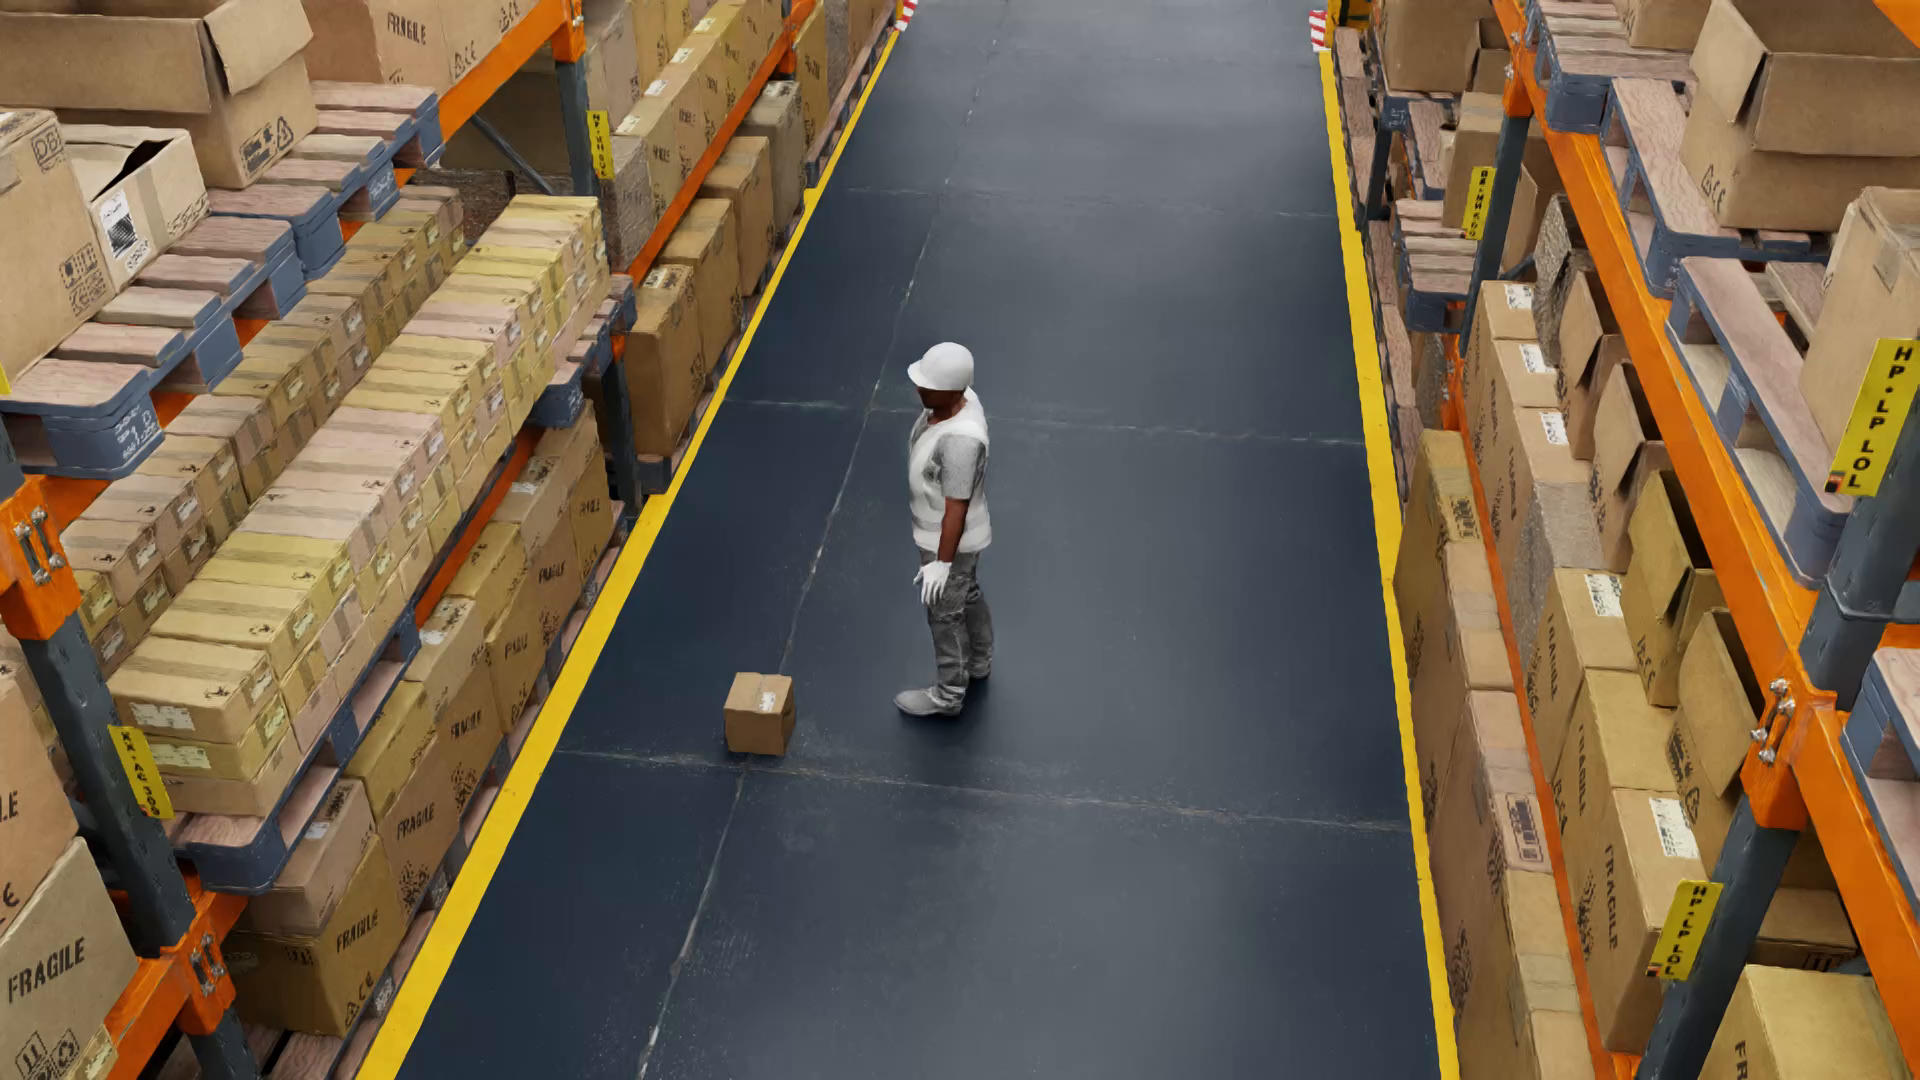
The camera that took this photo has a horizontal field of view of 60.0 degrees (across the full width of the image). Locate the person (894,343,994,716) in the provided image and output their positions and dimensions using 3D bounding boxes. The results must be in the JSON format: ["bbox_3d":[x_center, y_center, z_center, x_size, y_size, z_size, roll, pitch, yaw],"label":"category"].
[{"bbox_3d":[-0.069,-0.025,7.019,0.457,1.787,0.680,-1,36,-1],"label":"person"}]
